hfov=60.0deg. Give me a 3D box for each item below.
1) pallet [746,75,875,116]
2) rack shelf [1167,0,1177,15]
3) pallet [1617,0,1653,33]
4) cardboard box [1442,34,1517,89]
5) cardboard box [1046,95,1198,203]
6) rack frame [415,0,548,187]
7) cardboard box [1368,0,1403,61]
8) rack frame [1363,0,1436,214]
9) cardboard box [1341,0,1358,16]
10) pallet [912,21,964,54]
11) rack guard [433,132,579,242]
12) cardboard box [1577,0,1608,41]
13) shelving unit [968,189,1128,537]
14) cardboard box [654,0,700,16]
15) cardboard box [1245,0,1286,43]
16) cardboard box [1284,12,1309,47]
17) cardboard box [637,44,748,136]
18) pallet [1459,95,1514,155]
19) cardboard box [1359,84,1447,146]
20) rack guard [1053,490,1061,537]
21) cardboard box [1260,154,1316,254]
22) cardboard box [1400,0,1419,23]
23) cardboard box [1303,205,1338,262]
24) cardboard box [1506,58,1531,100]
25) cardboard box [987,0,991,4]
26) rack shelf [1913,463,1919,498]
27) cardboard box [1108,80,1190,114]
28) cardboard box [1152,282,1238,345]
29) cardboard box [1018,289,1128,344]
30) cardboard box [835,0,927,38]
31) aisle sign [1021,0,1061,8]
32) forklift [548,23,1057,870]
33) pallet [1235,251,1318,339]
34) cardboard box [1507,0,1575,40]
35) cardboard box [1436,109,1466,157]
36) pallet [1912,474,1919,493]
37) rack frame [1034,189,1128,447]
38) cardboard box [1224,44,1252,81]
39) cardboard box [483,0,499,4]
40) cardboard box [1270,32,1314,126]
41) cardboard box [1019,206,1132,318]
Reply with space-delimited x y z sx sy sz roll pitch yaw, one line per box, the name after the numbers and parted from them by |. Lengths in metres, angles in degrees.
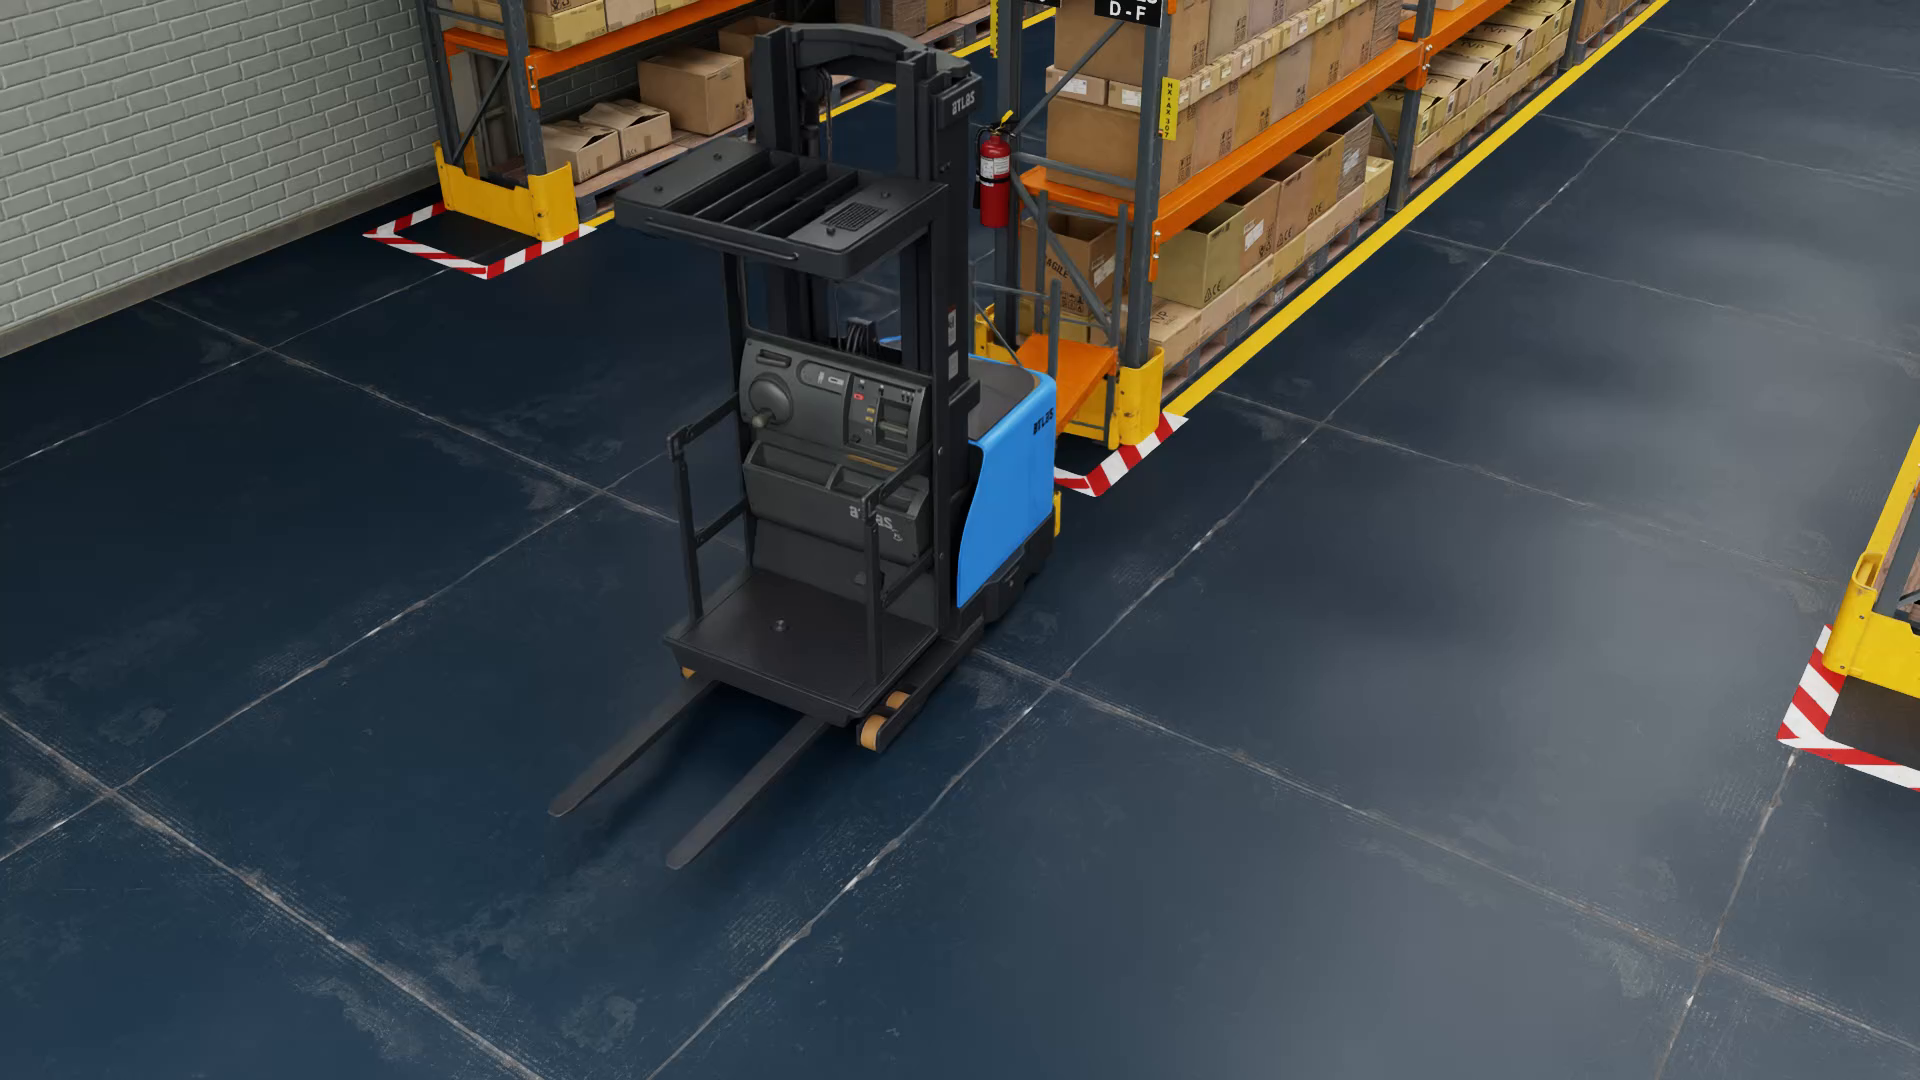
-1.496 -4.004 14.658 1.003 0.211 1.213 21 39 28 | pallet
1.789 -3.923 10.014 1.077 0.370 4.000 21 39 28 | rack shelf
6.363 -5.475 16.834 1.003 0.211 1.213 21 39 28 | pallet
4.245 -3.985 13.719 0.500 0.311 0.500 22 40 29 | cardboard box
0.926 -2.310 9.575 0.700 0.500 0.500 21 39 28 | cardboard box
-3.423 -3.639 11.628 1.000 3.000 0.127 21 39 28 | rack frame
2.682 -3.734 11.680 0.700 0.500 0.500 20 39 27 | cardboard box
2.930 -3.899 12.013 1.000 3.000 0.127 21 39 28 | rack frame
2.369 -3.548 10.826 0.380 0.149 0.250 21 39 28 | cardboard box
-0.699 -4.683 15.662 1.003 0.211 1.213 21 39 28 | pallet
-3.379 -2.638 12.380 1.175 0.500 0.348 21 39 28 | rack guard
5.705 -5.005 15.487 0.500 0.500 0.500 23 40 30 | cardboard box
0.461 -0.972 9.019 0.587 1.500 1.083 14 37 19 | shelving unit
-2.304 -4.184 12.551 0.500 0.250 0.500 21 39 27 | cardboard box
1.538 -3.348 9.951 0.700 0.500 0.500 21 40 28 | cardboard box
1.927 -3.187 10.292 0.380 0.149 0.250 22 40 29 | cardboard box
-2.170 -3.659 13.497 0.700 0.500 0.500 19 38 25 | cardboard box
4.013 -3.659 14.148 1.003 0.211 1.213 21 39 28 | pallet
3.370 -3.277 12.672 0.500 0.311 0.500 21 40 28 | cardboard box
0.258 -0.199 8.992 0.587 0.250 0.087 14 37 19 | rack guard
1.995 -2.269 11.013 0.500 0.500 0.500 21 39 28 | cardboard box
3.175 -4.077 12.411 0.500 0.250 0.500 24 41 31 | cardboard box
2.279 -2.189 11.564 0.500 0.250 0.500 21 39 28 | cardboard box
4.531 -3.986 14.221 0.500 0.250 0.500 22 40 29 | cardboard box
0.122 -5.681 16.488 0.700 0.500 0.500 21 39 28 | cardboard box
5.856 -1.097 8.512 1.077 0.370 4.000 21 39 28 | rack shelf
1.050 -2.480 9.247 0.380 0.149 0.250 21 39 28 | cardboard box
1.420 -1.500 10.546 0.500 0.250 0.500 21 39 28 | cardboard box
0.712 -1.434 10.448 0.500 0.250 0.500 21 39 28 | cardboard box
-0.736 -4.970 15.436 0.700 0.500 0.500 23 40 30 | cardboard box
0.370 -3.199 8.657 0.394 0.787 0.004 21 39 28 | aisle sign
-0.669 -0.552 7.126 1.130 2.935 3.031 18 38 24 | forklift
1.747 -1.827 11.439 1.003 0.211 1.213 21 39 28 | pallet
5.114 -4.687 14.758 0.500 0.311 0.500 22 40 29 | cardboard box
3.656 -3.275 13.171 0.500 0.250 0.500 22 40 29 | cardboard box
5.885 -0.300 9.181 1.003 0.211 1.213 21 39 28 | pallet
0.659 -1.229 9.398 0.500 1.500 0.032 14 37 19 | rack frame
1.487 -2.832 9.768 0.380 0.149 0.250 21 39 28 | cardboard box
-3.329 -4.180 11.876 0.500 0.500 0.500 21 39 28 | cardboard box
1.806 -3.024 10.630 0.700 0.500 0.500 23 40 30 | cardboard box
0.710 -1.745 10.239 0.500 0.500 0.500 21 39 28 | cardboard box
